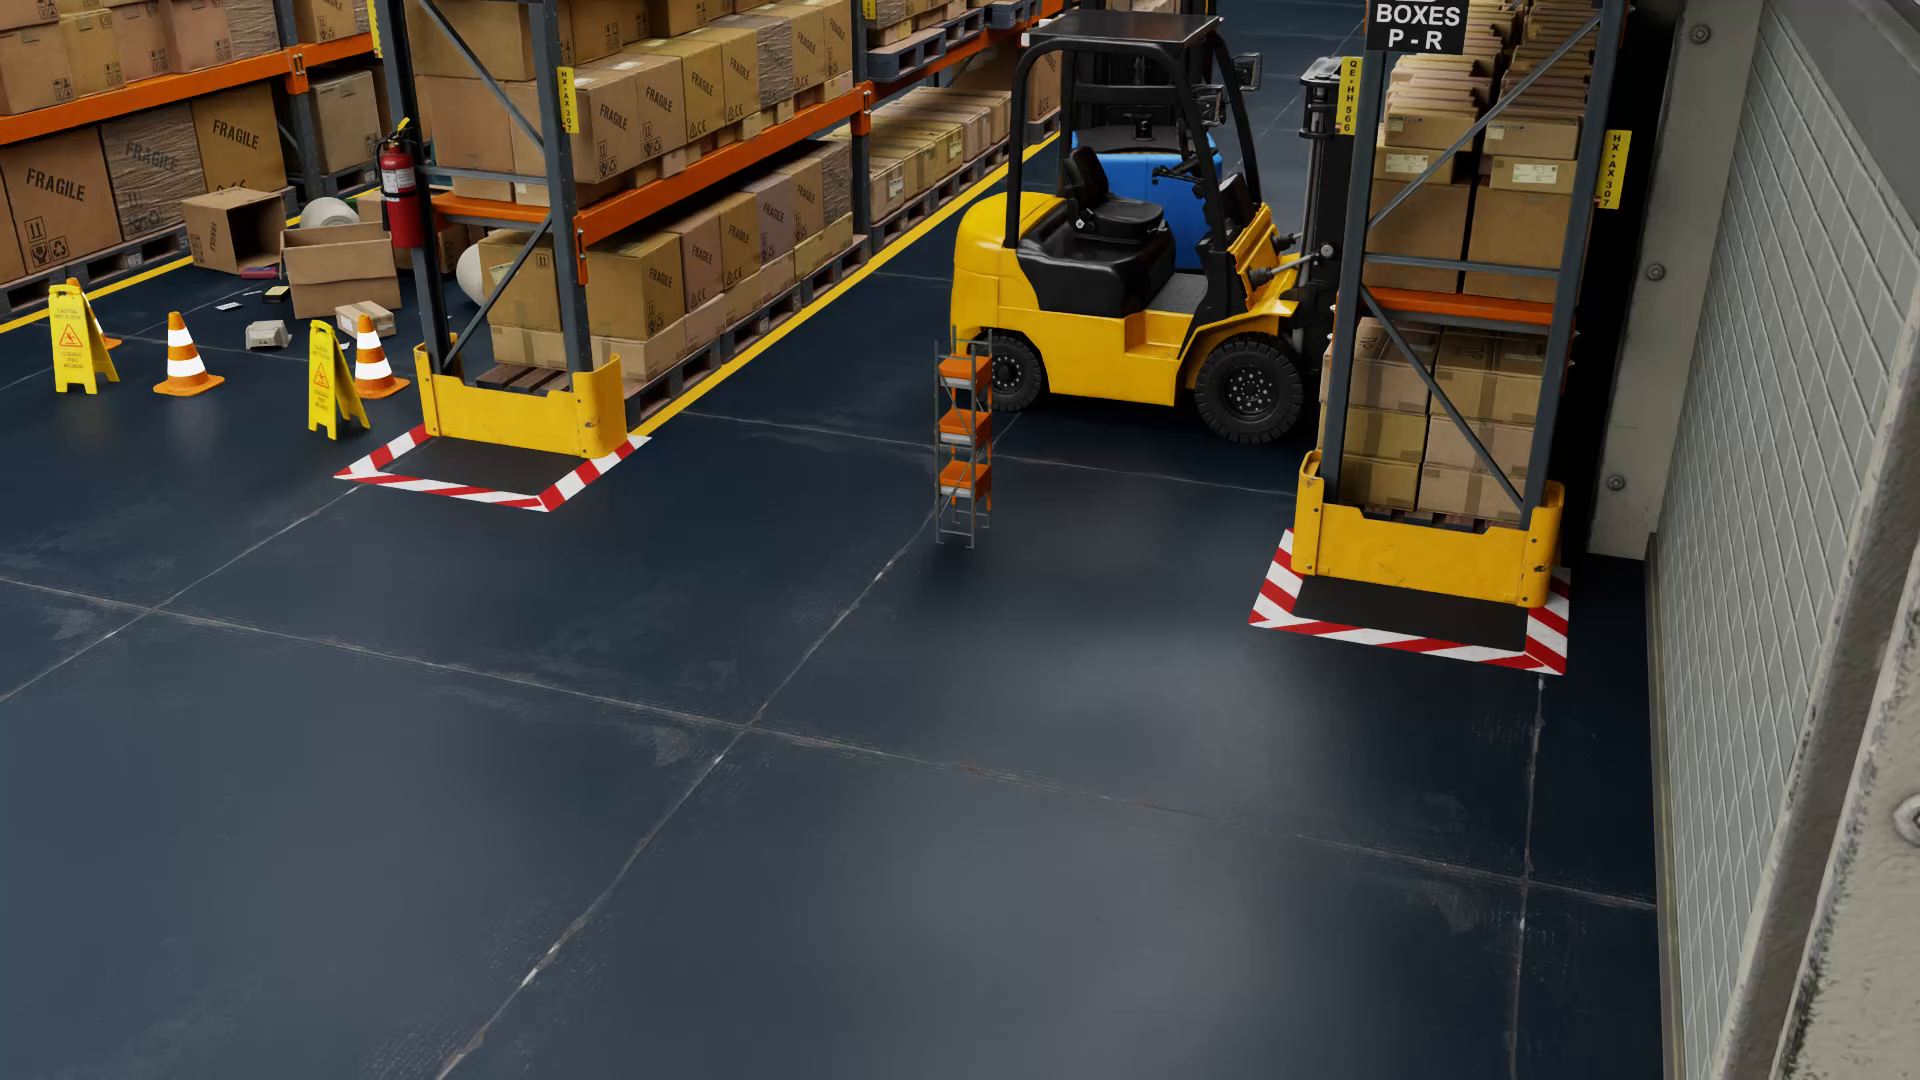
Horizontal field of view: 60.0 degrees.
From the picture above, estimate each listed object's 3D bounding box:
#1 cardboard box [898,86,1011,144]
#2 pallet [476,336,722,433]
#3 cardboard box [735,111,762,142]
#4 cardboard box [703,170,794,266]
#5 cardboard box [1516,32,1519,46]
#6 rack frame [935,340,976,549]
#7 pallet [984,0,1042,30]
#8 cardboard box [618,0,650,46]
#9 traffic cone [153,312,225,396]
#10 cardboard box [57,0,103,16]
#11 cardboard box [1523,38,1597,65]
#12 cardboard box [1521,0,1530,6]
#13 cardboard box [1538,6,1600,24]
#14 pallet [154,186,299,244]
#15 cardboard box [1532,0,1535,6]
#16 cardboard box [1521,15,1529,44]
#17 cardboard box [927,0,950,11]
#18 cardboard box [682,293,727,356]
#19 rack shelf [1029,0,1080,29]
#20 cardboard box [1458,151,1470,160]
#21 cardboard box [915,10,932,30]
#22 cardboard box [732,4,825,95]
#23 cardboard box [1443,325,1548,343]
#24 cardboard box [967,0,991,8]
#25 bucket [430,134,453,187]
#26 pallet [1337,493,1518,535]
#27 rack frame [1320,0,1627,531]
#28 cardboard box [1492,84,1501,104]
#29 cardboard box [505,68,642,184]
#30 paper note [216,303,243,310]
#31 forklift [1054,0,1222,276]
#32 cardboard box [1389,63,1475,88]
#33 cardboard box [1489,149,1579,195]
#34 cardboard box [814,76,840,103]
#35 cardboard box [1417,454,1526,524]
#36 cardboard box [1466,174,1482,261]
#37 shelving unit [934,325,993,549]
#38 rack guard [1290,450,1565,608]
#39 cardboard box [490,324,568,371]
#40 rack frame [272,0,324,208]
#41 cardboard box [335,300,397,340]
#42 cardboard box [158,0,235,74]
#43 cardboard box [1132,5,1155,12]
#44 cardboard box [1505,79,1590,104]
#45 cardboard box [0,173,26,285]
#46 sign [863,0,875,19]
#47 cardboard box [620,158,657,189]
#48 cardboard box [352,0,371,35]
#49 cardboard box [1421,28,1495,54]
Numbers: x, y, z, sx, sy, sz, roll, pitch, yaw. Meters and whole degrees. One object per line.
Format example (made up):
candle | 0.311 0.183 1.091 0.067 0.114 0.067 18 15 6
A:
cardboard box | -0.033 -3.977 15.554 0.950 0.372 0.625 7 27 14
pallet | -2.168 -1.018 10.111 1.003 0.211 1.213 9 27 17
cardboard box | -1.485 -2.638 10.545 0.380 0.149 0.250 9 27 18
cardboard box | -1.446 -2.145 11.051 0.500 0.500 0.500 10 28 20
cardboard box | 3.603 -3.448 11.527 0.500 0.250 0.500 8 27 16
rack frame | -0.023 -0.444 7.963 0.200 1.050 0.008 9 27 17
pallet | 0.028 -4.806 14.955 1.213 0.211 1.003 9 27 17
cardboard box | -2.285 -3.215 9.845 0.700 0.500 0.500 8 27 17
traffic cone | -4.731 -1.157 10.108 0.336 0.463 0.334 9 27 17
cardboard box | -6.575 -3.977 11.610 0.875 0.550 0.500 9 27 17
cardboard box | 3.238 -2.613 9.005 0.380 0.149 0.250 8 27 17
cardboard box | 4.048 -4.079 12.373 0.380 0.149 0.250 9 27 17
cardboard box | 3.695 -3.135 10.082 0.380 0.149 0.250 9 27 18
pallet | -6.195 -2.677 13.537 1.003 0.211 1.213 9 27 17
cardboard box | 4.437 -4.023 12.258 0.380 0.149 0.250 10 27 19
cardboard box | 3.835 -3.289 10.742 0.380 0.149 0.250 8 27 16
cardboard box | -0.396 -4.483 13.130 0.500 0.500 0.500 9 27 17
cardboard box | -1.791 -1.365 10.300 0.500 0.250 0.500 10 27 19
rack shelf | 0.830 -5.699 17.404 1.077 0.370 4.000 9 27 17
cardboard box | 2.237 -1.922 7.919 0.380 0.149 0.250 9 27 18
cardboard box | -0.446 -4.143 13.171 0.380 0.149 0.250 9 27 18
cardboard box | -1.244 -3.305 11.178 0.500 0.500 0.500 10 27 19
cardboard box | 2.686 -0.973 8.342 0.500 0.250 0.500 9 27 18
cardboard box | 0.045 -4.660 14.239 0.380 0.149 0.250 9 27 18
bucket | -3.739 -3.054 13.128 0.726 0.611 0.620 20 22 35
pallet | 2.400 -0.260 8.546 1.003 0.211 1.213 9 27 17
rack frame | 2.185 -1.195 7.276 1.000 3.000 0.127 9 27 17
cardboard box | 2.797 -2.315 9.474 0.500 0.500 0.500 8 27 17
cardboard box | -2.078 -2.247 8.992 0.500 0.500 0.500 8 27 17
paper note | -5.090 -1.634 11.591 0.144 0.017 0.142 20 32 35
forklift | 1.279 -3.557 12.233 1.130 2.935 3.031 1 26 1
cardboard box | 2.355 -2.276 8.308 0.380 0.149 0.250 9 27 19
cardboard box | 2.542 -1.634 7.323 0.380 0.149 0.250 8 27 16
cardboard box | -1.062 -3.164 11.632 0.380 0.149 0.250 9 27 19
cardboard box | 2.533 -0.320 8.142 0.500 0.250 0.500 9 27 18
cardboard box | 2.764 -1.621 8.041 0.500 0.500 0.500 10 27 19
shelving unit | 0.018 -0.495 8.067 0.215 1.050 0.252 9 27 17
rack guard | 2.177 -0.060 7.801 1.175 0.500 0.348 9 27 17
cardboard box | -2.474 -1.246 10.055 0.500 0.250 0.500 9 27 17
rack frame | -5.868 -4.233 13.552 1.000 3.000 0.127 9 27 17
cardboard box | -3.966 -1.462 11.098 0.250 0.149 0.380 -20 33 -36
cardboard box | -6.141 -3.918 12.729 0.875 0.550 0.550 9 27 17
cardboard box | 1.806 -6.123 19.912 0.875 0.438 0.875 8 27 17
cardboard box | 2.788 -2.086 7.915 0.380 0.149 0.250 9 27 18
cardboard box | -7.035 -2.111 11.123 0.875 0.875 0.875 9 27 18
sign | -0.652 -3.871 11.810 0.100 0.325 0.005 9 27 17
cardboard box | -1.954 -2.113 9.460 0.380 0.149 0.250 8 27 16
cardboard box | -5.272 -4.663 14.324 0.500 0.500 0.500 9 27 18
cardboard box | 2.808 -2.794 9.377 0.380 0.149 0.250 8 27 17
